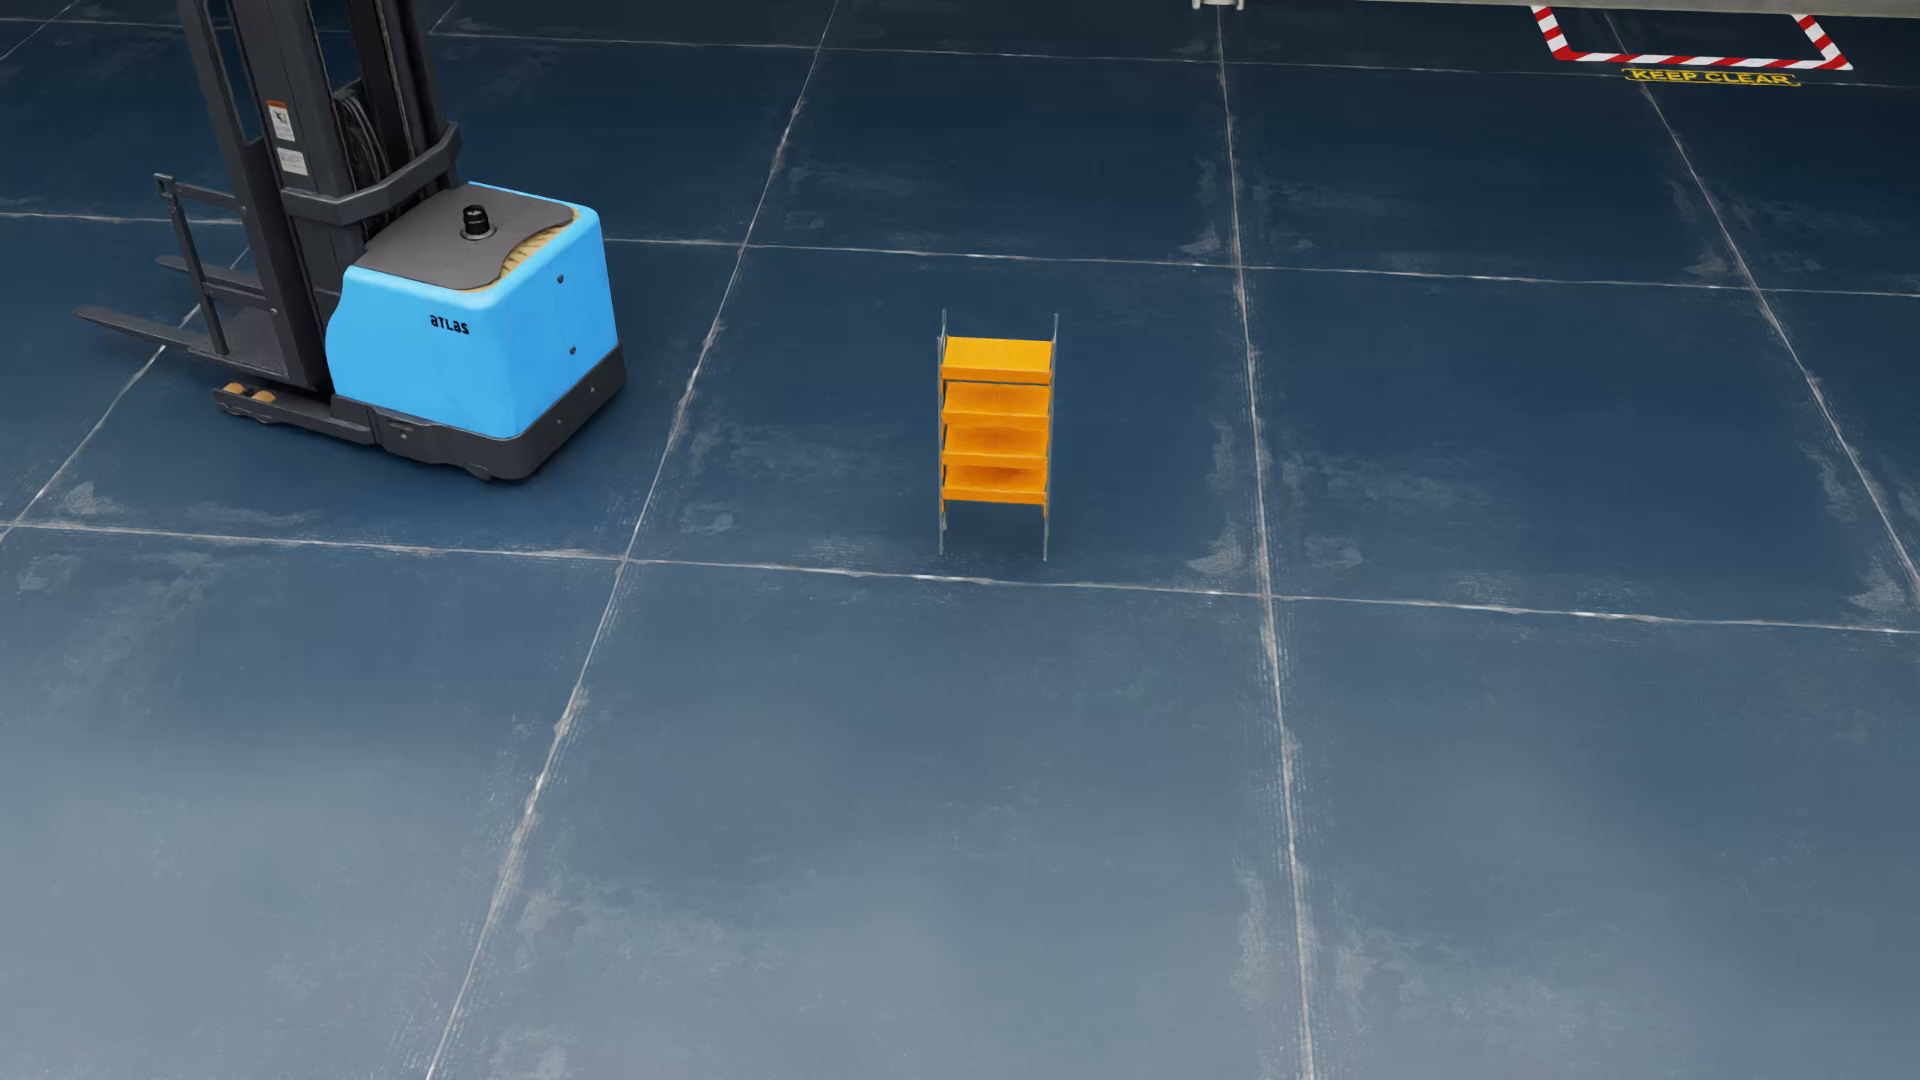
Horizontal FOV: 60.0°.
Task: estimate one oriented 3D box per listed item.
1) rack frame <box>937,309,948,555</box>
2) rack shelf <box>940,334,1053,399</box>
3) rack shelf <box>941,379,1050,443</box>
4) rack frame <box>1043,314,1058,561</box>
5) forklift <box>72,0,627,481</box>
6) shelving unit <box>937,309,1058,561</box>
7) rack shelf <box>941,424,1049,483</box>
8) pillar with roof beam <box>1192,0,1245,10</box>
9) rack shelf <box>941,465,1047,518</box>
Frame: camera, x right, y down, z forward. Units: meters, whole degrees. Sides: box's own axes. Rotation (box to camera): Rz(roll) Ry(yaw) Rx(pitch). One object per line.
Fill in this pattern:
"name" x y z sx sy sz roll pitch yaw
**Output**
"rack frame" -0.078 -0.470 7.547 0.015 1.200 0.240 3 39 4
"rack shelf" 0.165 -0.761 7.283 0.480 0.148 0.258 3 39 4
"rack shelf" 0.165 -0.578 7.432 0.480 0.148 0.258 3 39 4
"rack frame" 0.408 -0.443 7.514 0.015 1.200 0.240 3 39 4
"forklift" -3.340 -2.035 8.099 3.031 2.935 1.130 15 41 18
"shelving unit" 0.165 -0.456 7.531 0.503 1.200 0.258 3 39 4
"rack shelf" 0.165 -0.404 7.573 0.480 0.148 0.258 3 39 4
"pillar with roof beam" 1.665 -5.045 6.990 0.400 9.000 9.100 3 39 4
"rack shelf" 0.165 -0.250 7.698 0.480 0.148 0.258 3 39 4
